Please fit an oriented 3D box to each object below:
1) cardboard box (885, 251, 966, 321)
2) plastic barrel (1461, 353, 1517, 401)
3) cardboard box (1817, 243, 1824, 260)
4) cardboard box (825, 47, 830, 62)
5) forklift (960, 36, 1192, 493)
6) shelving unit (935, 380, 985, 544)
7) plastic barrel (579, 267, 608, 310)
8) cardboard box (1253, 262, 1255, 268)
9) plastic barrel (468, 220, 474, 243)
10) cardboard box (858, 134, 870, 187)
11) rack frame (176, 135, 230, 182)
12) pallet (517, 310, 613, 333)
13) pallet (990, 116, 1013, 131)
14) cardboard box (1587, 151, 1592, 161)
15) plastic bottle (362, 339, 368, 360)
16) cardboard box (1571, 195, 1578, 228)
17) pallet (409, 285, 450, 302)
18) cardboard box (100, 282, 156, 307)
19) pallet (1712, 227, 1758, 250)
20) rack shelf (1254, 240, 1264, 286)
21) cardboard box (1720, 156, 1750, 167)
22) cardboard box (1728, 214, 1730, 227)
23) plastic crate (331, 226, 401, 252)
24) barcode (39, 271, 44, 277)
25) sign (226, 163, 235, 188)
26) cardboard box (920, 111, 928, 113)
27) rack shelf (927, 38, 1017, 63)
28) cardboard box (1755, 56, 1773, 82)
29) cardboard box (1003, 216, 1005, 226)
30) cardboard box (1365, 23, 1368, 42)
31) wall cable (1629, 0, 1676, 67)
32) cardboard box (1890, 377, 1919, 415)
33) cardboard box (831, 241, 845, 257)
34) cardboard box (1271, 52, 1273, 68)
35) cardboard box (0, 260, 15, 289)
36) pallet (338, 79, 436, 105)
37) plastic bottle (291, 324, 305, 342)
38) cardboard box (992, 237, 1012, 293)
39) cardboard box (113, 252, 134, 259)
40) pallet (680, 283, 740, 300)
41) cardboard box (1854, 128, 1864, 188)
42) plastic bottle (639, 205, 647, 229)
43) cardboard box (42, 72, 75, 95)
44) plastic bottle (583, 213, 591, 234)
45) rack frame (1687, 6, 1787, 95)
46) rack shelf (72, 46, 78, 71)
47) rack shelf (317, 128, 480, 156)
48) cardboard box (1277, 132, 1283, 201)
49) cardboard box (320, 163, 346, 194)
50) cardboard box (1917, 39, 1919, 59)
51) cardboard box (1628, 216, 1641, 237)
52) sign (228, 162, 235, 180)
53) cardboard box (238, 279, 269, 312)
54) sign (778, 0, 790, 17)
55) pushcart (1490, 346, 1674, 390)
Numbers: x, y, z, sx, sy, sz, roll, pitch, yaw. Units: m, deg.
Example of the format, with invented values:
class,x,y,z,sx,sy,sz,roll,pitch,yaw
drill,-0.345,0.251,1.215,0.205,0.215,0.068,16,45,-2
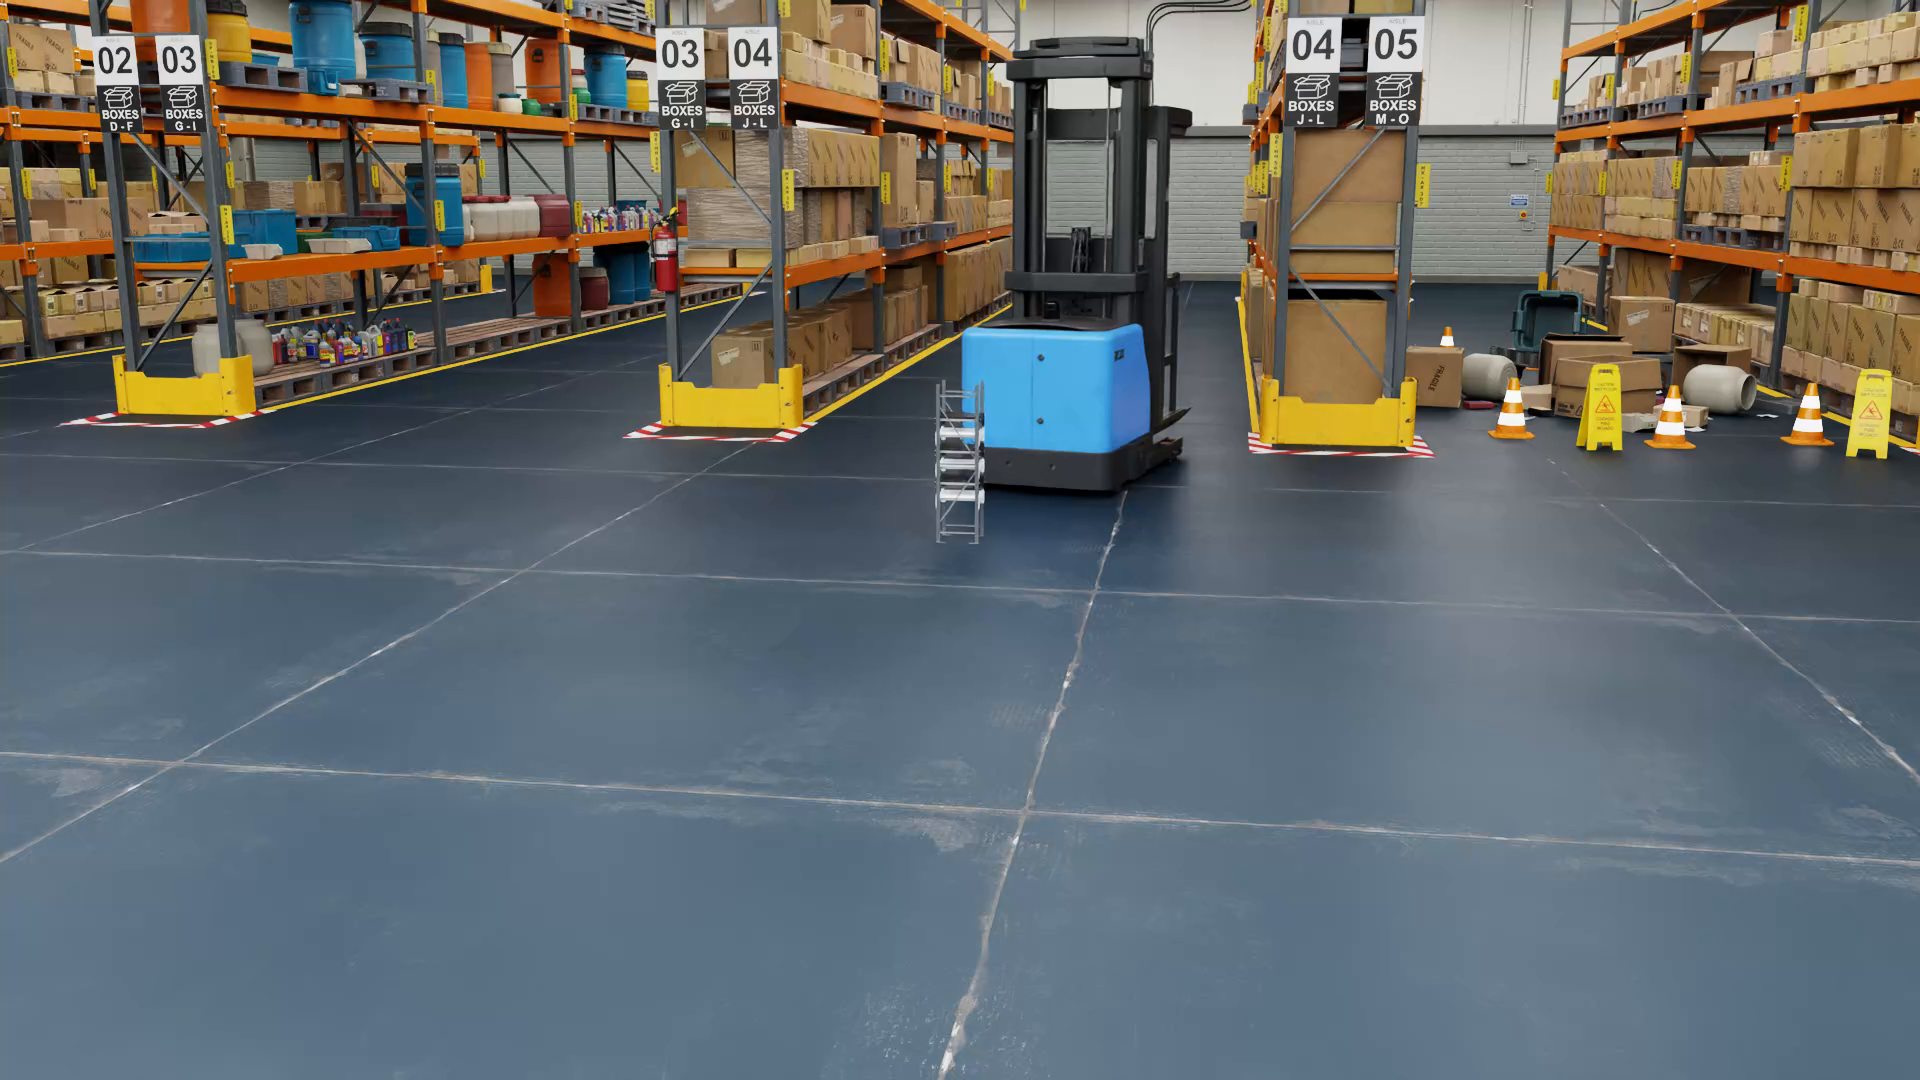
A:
class,x,y,z,sx,sy,sz,roll,pitch,yaw
cardboard box,-0.574,-3.400,22.196,1.225,0.875,0.875,1,12,6
plastic barrel,4.911,-1.531,15.591,0.421,0.421,0.512,-10,16,-40
cardboard box,8.113,-2.648,15.257,0.380,0.149,0.250,2,12,8
cardboard box,-1.406,-4.441,15.269,0.380,0.149,0.250,1,12,7
forklift,0.997,-2.008,11.852,1.130,2.935,3.031,5,13,20
shelving unit,0.001,-0.442,9.406,0.258,0.900,0.210,2,12,9
plastic barrel,-5.362,-3.615,23.874,0.600,0.588,0.708,2,12,9
cardboard box,4.098,-3.515,21.839,0.500,0.250,0.500,2,12,9
plastic barrel,-5.855,-3.621,19.504,0.301,0.262,0.301,0,12,0
cardboard box,-1.189,-3.734,16.383,0.500,0.500,0.500,2,12,9
rack frame,-14.153,-6.237,31.315,1.000,3.000,0.127,2,12,9
pallet,-5.514,-3.053,23.159,1.003,0.211,1.213,2,12,9
pallet,0.426,-7.024,28.056,1.003,0.211,1.213,2,12,9
cardboard box,9.699,-5.795,25.113,0.380,0.149,0.250,2,12,7
plastic bottle,-6.123,-1.956,17.045,0.097,0.201,0.097,0,12,0
cardboard box,9.758,-5.077,25.692,0.500,0.500,0.500,2,12,11
pallet,-9.581,-4.279,28.849,1.003,0.211,1.213,2,12,9
cardboard box,-10.559,-3.113,21.016,0.500,0.311,0.500,2,12,10
pallet,8.828,-3.262,17.965,1.003,0.211,1.213,2,12,9
rack shelf,3.877,-3.141,18.654,1.077,0.370,4.000,2,12,9
cardboard box,9.409,-4.402,20.187,0.500,0.500,0.500,1,12,7
cardboard box,8.666,-3.508,18.248,0.380,0.149,0.250,2,12,11
plastic crate,-6.112,-3.106,17.140,0.499,0.251,0.616,2,12,9
barcode,-10.653,-3.081,19.282,0.001,0.075,0.075,2,12,9
sign,-9.939,-4.961,22.644,0.100,0.325,0.005,2,12,9
cardboard box,-0.674,-5.168,19.591,0.500,0.250,0.500,2,12,10
rack shelf,0.222,-7.725,26.635,1.077,0.370,4.000,2,12,9
cardboard box,8.585,-4.872,17.221,0.500,0.250,0.500,2,12,9
cardboard box,0.527,-5.176,26.985,0.380,0.149,0.250,2,12,7
cardboard box,3.363,-3.955,12.967,0.380,0.149,0.250,2,12,9
wall cable,14.408,-9.456,31.921,2.988,3.039,0.133,2,12,9
cardboard box,7.723,-1.147,13.226,0.500,0.250,0.500,2,12,8
cardboard box,-1.303,-2.769,15.817,0.380,0.149,0.250,2,12,9
cardboard box,3.140,-4.555,15.751,0.380,0.149,0.250,2,12,9
cardboard box,-15.000,-4.057,25.305,0.750,0.750,0.750,2,12,8
pallet,-6.224,-4.639,17.226,1.213,0.211,1.003,2,12,9
plastic bottle,-6.838,-2.056,17.157,0.144,0.351,0.185,2,12,8
cardboard box,0.371,-4.597,27.751,0.875,0.875,0.875,2,12,9
cardboard box,-14.319,-4.923,28.612,0.380,0.149,0.250,2,12,11
pallet,-4.529,-4.383,29.328,1.003,0.211,1.213,2,12,9
cardboard box,8.000,-3.214,13.972,0.700,0.500,0.500,2,12,8
plastic bottle,-4.797,-4.857,25.030,0.144,0.351,0.185,2,12,9
cardboard box,-10.918,-5.420,19.763,0.500,0.250,0.500,1,12,3
plastic bottle,-5.113,-4.340,22.790,0.061,0.283,0.133,2,12,9
rack frame,9.092,-6.702,19.231,1.000,3.000,0.127,2,12,9
rack shelf,-15.076,-7.374,25.005,1.077,0.370,4.000,2,12,9
rack shelf,-9.566,-6.776,28.401,1.077,0.370,4.000,2,12,9
cardboard box,3.043,-3.038,13.551,0.875,0.550,0.550,2,12,9
cardboard box,-10.051,-5.896,27.121,0.500,0.500,0.500,2,12,9
cardboard box,7.766,-3.862,12.823,0.500,0.250,0.500,2,12,8
cardboard box,9.120,-4.128,21.883,0.500,0.250,0.500,2,12,8
sign,-13.619,-6.898,31.073,0.100,0.325,0.005,2,12,9
cardboard box,-10.136,-3.491,23.460,0.500,0.500,0.500,2,12,11
sign,-1.395,-4.301,13.136,0.100,0.325,0.005,2,12,9
pushcart,6.216,-1.718,16.570,1.648,0.377,0.936,-2,12,-11
